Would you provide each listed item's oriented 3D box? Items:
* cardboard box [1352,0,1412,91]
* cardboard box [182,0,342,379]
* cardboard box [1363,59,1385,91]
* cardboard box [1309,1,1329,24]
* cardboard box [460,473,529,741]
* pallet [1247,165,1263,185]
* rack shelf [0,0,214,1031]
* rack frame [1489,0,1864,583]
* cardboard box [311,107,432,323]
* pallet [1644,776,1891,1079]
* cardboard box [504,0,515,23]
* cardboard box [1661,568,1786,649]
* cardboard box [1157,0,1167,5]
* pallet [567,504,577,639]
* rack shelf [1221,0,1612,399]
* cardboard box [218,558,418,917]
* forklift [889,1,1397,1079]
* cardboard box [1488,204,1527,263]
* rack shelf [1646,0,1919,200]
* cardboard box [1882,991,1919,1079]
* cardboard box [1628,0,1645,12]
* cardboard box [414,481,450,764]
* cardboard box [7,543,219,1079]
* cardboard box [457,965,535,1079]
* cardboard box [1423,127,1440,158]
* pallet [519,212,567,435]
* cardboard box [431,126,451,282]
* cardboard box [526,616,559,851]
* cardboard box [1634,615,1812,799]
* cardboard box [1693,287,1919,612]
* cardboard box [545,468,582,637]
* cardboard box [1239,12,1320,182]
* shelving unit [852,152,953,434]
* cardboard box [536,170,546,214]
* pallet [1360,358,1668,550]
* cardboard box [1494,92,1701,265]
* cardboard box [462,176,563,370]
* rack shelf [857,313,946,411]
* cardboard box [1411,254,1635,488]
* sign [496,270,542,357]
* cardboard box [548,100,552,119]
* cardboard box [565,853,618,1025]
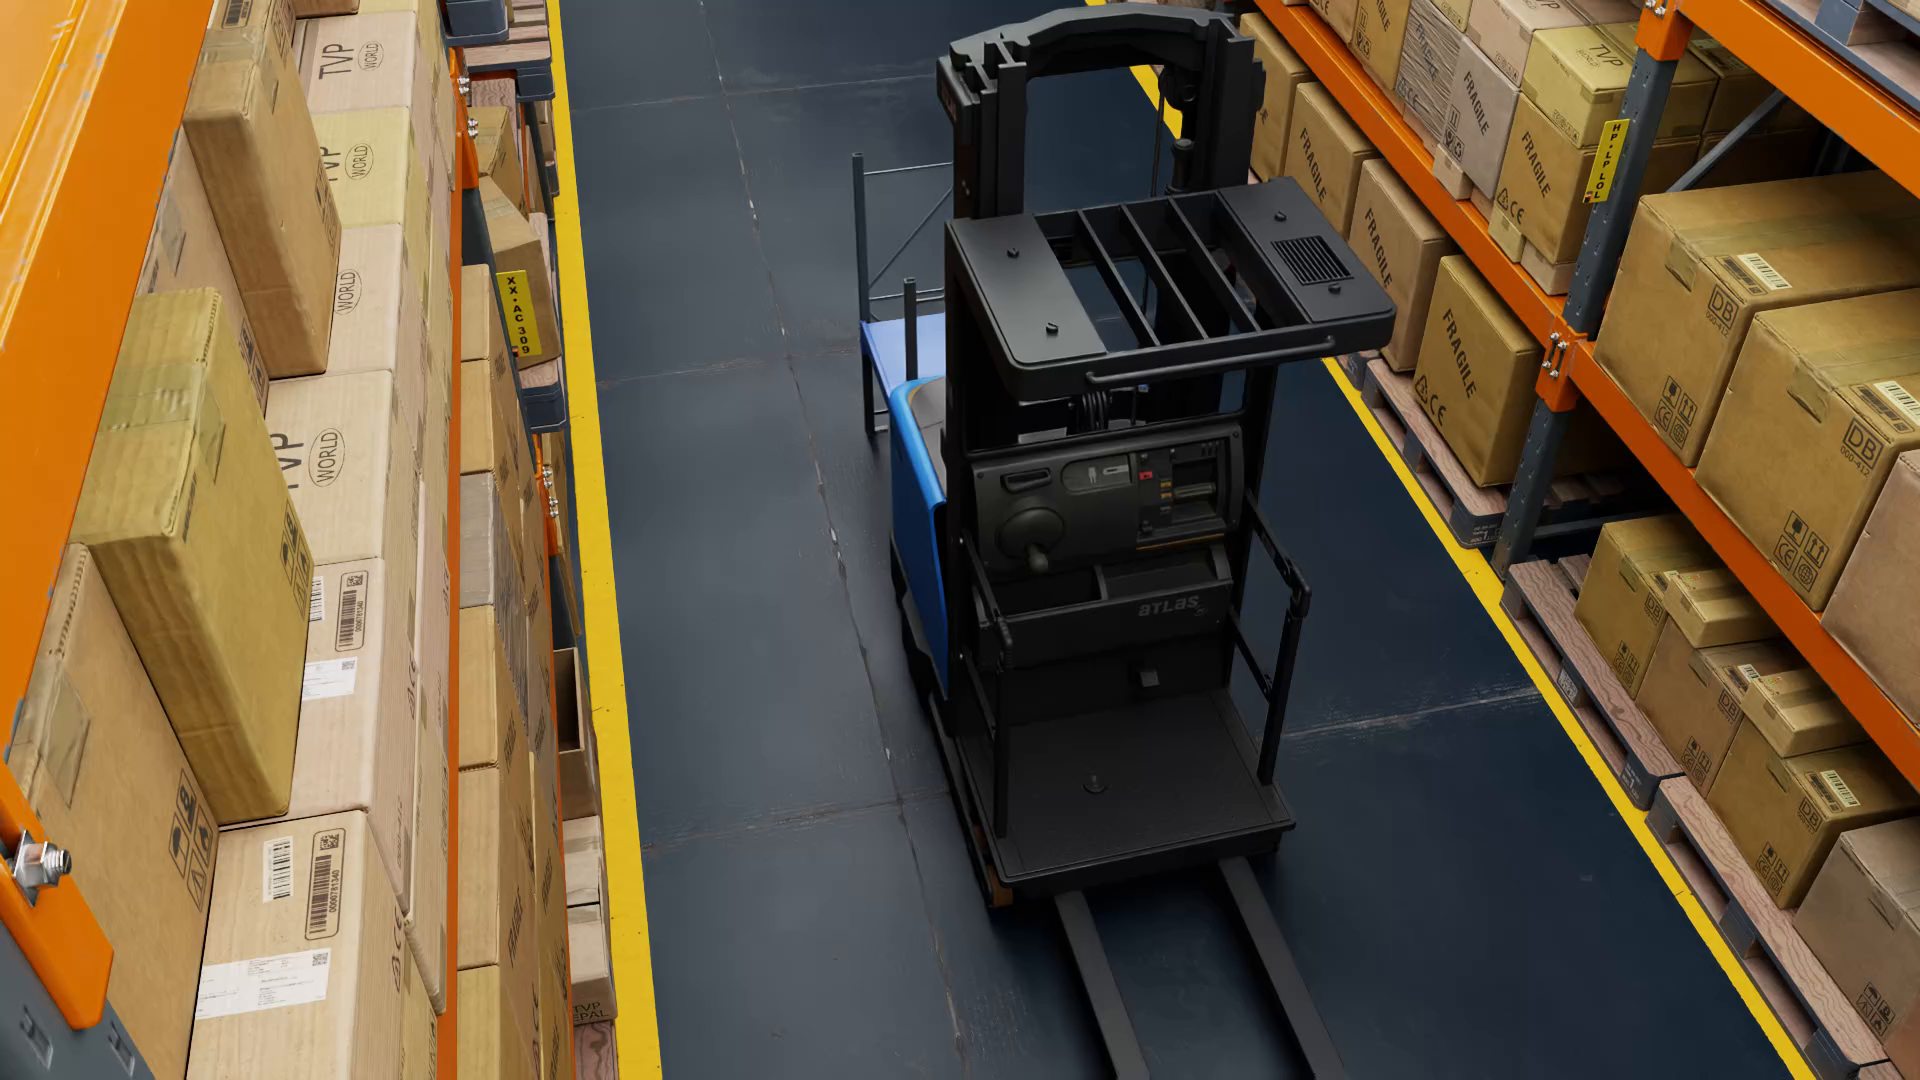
[{"bbox_3d":[2.182,-2.443,7.710,0.500,0.500,0.500,-7,42,-8],"label":"cardboard box"},{"bbox_3d":[-1.494,-0.586,2.844,0.700,0.500,0.500,-8,42,-9],"label":"cardboard box"},{"bbox_3d":[2.184,-2.311,8.050,0.380,0.149,0.250,-8,42,-9],"label":"cardboard box"},{"bbox_3d":[2.037,-2.810,8.612,0.380,0.149,0.250,-9,42,-10],"label":"cardboard box"},{"bbox_3d":[-1.392,0.206,4.212,0.500,0.500,0.500,-8,42,-9],"label":"cardboard box"},{"bbox_3d":[2.094,-2.072,9.707,1.003,0.211,1.213,-8,42,-9],"label":"pallet"},{"bbox_3d":[-1.544,-1.009,2.434,1.077,0.370,4.000,-8,42,-9],"label":"rack shelf"},{"bbox_3d":[2.860,-1.044,6.449,1.000,3.000,0.127,-8,42,-9],"label":"rack frame"},{"bbox_3d":[-1.395,-0.659,3.492,0.500,0.250,0.500,-8,42,-9],"label":"cardboard box"},{"bbox_3d":[3.215,1.295,5.914,1.003,0.211,1.213,-8,42,-9],"label":"pallet"},{"bbox_3d":[-2.593,-2.727,7.953,0.700,0.500,0.500,-22,46,-23],"label":"cardboard box"},{"bbox_3d":[2.818,0.238,6.082,0.380,0.149,0.250,-7,42,-8],"label":"cardboard box"},{"bbox_3d":[1.658,-3.995,11.324,0.700,0.500,0.500,-9,42,-10],"label":"cardboard box"},{"bbox_3d":[-2.188,0.189,7.160,1.003,0.211,1.213,-8,42,-9],"label":"pallet"},{"bbox_3d":[2.429,-2.072,8.148,1.077,0.370,4.000,-8,42,-9],"label":"rack shelf"},{"bbox_3d":[-1.070,0.313,2.397,0.500,0.250,0.500,-8,42,-9],"label":"cardboard box"},{"bbox_3d":[0.554,-0.051,5.381,1.130,2.935,3.031,-9,42,-10],"label":"forklift"},{"bbox_3d":[2.434,-1.297,6.907,0.380,0.149,0.250,-8,42,-8],"label":"cardboard box"},{"bbox_3d":[3.292,-0.601,4.231,1.077,0.370,4.000,-8,42,-9],"label":"rack shelf"},{"bbox_3d":[3.367,1.563,5.079,0.700,0.500,0.500,-8,42,-9],"label":"cardboard box"},{"bbox_3d":[2.896,-2.155,6.820,0.500,0.250,0.500,-8,42,-9],"label":"cardboard box"},{"bbox_3d":[-1.180,0.176,2.928,0.500,0.250,0.500,-8,42,-9],"label":"cardboard box"},{"bbox_3d":[-1.239,0.397,1.737,0.700,0.500,0.500,-8,42,-9],"label":"cardboard box"},{"bbox_3d":[-1.071,1.186,3.107,0.500,0.500,0.500,-8,42,-9],"label":"cardboard box"},{"bbox_3d":[2.319,-1.802,7.476,0.380,0.149,0.250,-8,42,-9],"label":"cardboard box"},{"bbox_3d":[-2.042,-0.794,6.311,1.003,0.211,1.213,-8,42,-9],"label":"pallet"},{"bbox_3d":[-1.513,-0.795,4.021,0.500,0.250,0.500,-8,42,-9],"label":"cardboard box"},{"bbox_3d":[-1.391,0.584,4.539,0.500,0.500,0.500,-7,42,-8],"label":"cardboard box"},{"bbox_3d":[3.027,0.559,6.209,0.700,0.500,0.500,-9,42,-10],"label":"cardboard box"},{"bbox_3d":[3.114,-0.329,5.416,0.980,0.700,0.700,-9,42,-10],"label":"cardboard box"},{"bbox_3d":[-1.842,0.090,6.723,0.500,0.500,0.500,-10,43,-11],"label":"cardboard box"},{"bbox_3d":[2.028,-2.495,9.386,0.750,0.750,0.750,-9,42,-10],"label":"cardboard box"},{"bbox_3d":[-0.095,-0.803,7.307,0.538,1.500,1.048,-9,42,-10],"label":"shelving unit"},{"bbox_3d":[-2.408,-1.582,8.606,0.500,0.500,0.500,-7,42,-8],"label":"cardboard box"},{"bbox_3d":[2.620,-0.491,7.926,1.003,0.211,1.213,-8,42,-9],"label":"pallet"},{"bbox_3d":[2.515,-1.464,6.607,0.500,0.500,0.500,-9,42,-10],"label":"cardboard box"},{"bbox_3d":[-1.859,-0.866,5.856,0.700,0.500,0.500,-23,46,-23],"label":"cardboard box"},{"bbox_3d":[-0.095,-0.669,7.426,0.538,0.185,1.000,-9,42,-10],"label":"rack shelf"},{"bbox_3d":[2.593,-0.800,7.477,0.750,0.750,0.750,-8,42,-9],"label":"cardboard box"},{"bbox_3d":[-1.447,-0.739,5.452,0.100,0.325,0.005,-8,42,-9],"label":"sign"},{"bbox_3d":[-2.775,-2.761,10.137,0.500,0.250,0.500,-9,42,-10],"label":"cardboard box"},{"bbox_3d":[-1.414,1.324,5.475,0.500,0.311,0.500,-8,42,-9],"label":"cardboard box"}]
